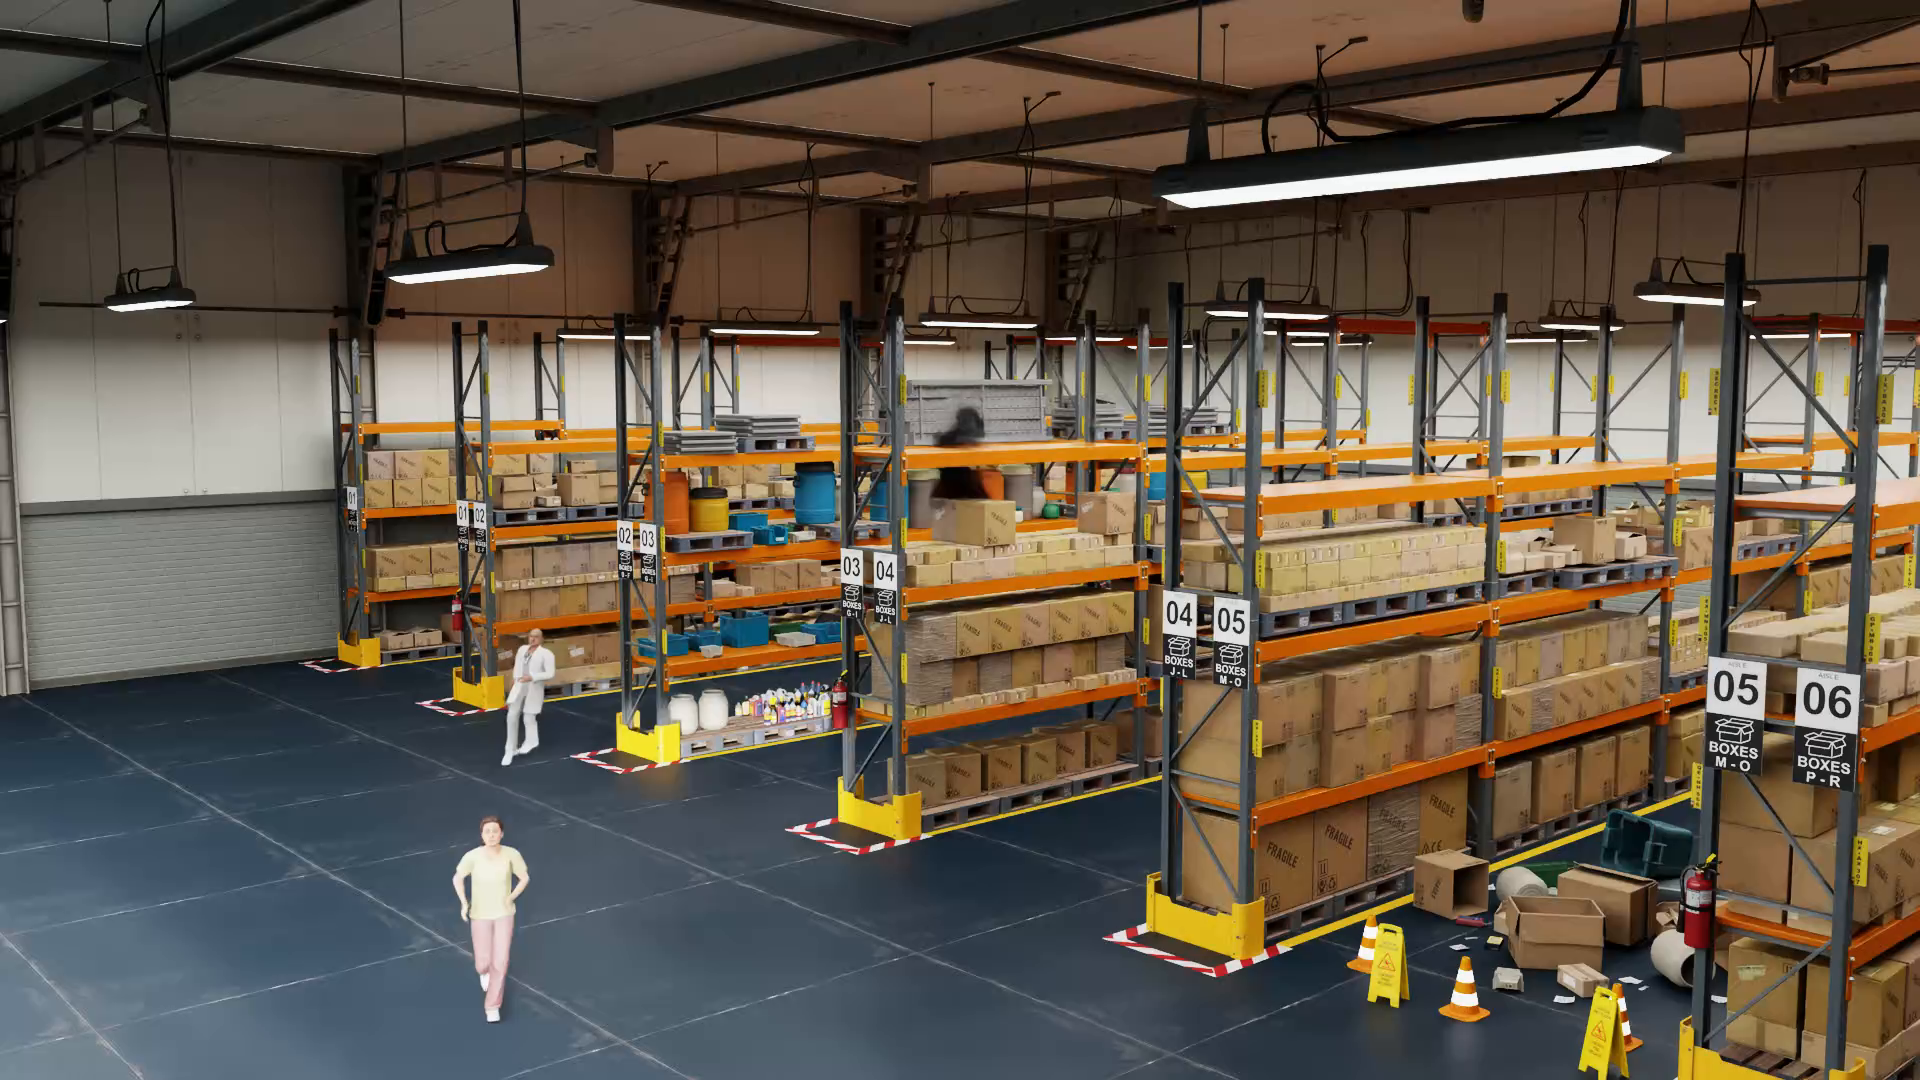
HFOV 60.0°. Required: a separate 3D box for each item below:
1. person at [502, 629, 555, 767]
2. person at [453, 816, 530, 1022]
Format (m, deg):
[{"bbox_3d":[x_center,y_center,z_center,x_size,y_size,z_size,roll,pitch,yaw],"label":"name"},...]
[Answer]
[{"bbox_3d":[-5.765,2.121,22.325,0.697,1.688,0.911,1,6,9],"label":"person"},{"bbox_3d":[-3.784,3.028,13.470,0.596,1.624,0.597,-2,6,-18],"label":"person"}]
